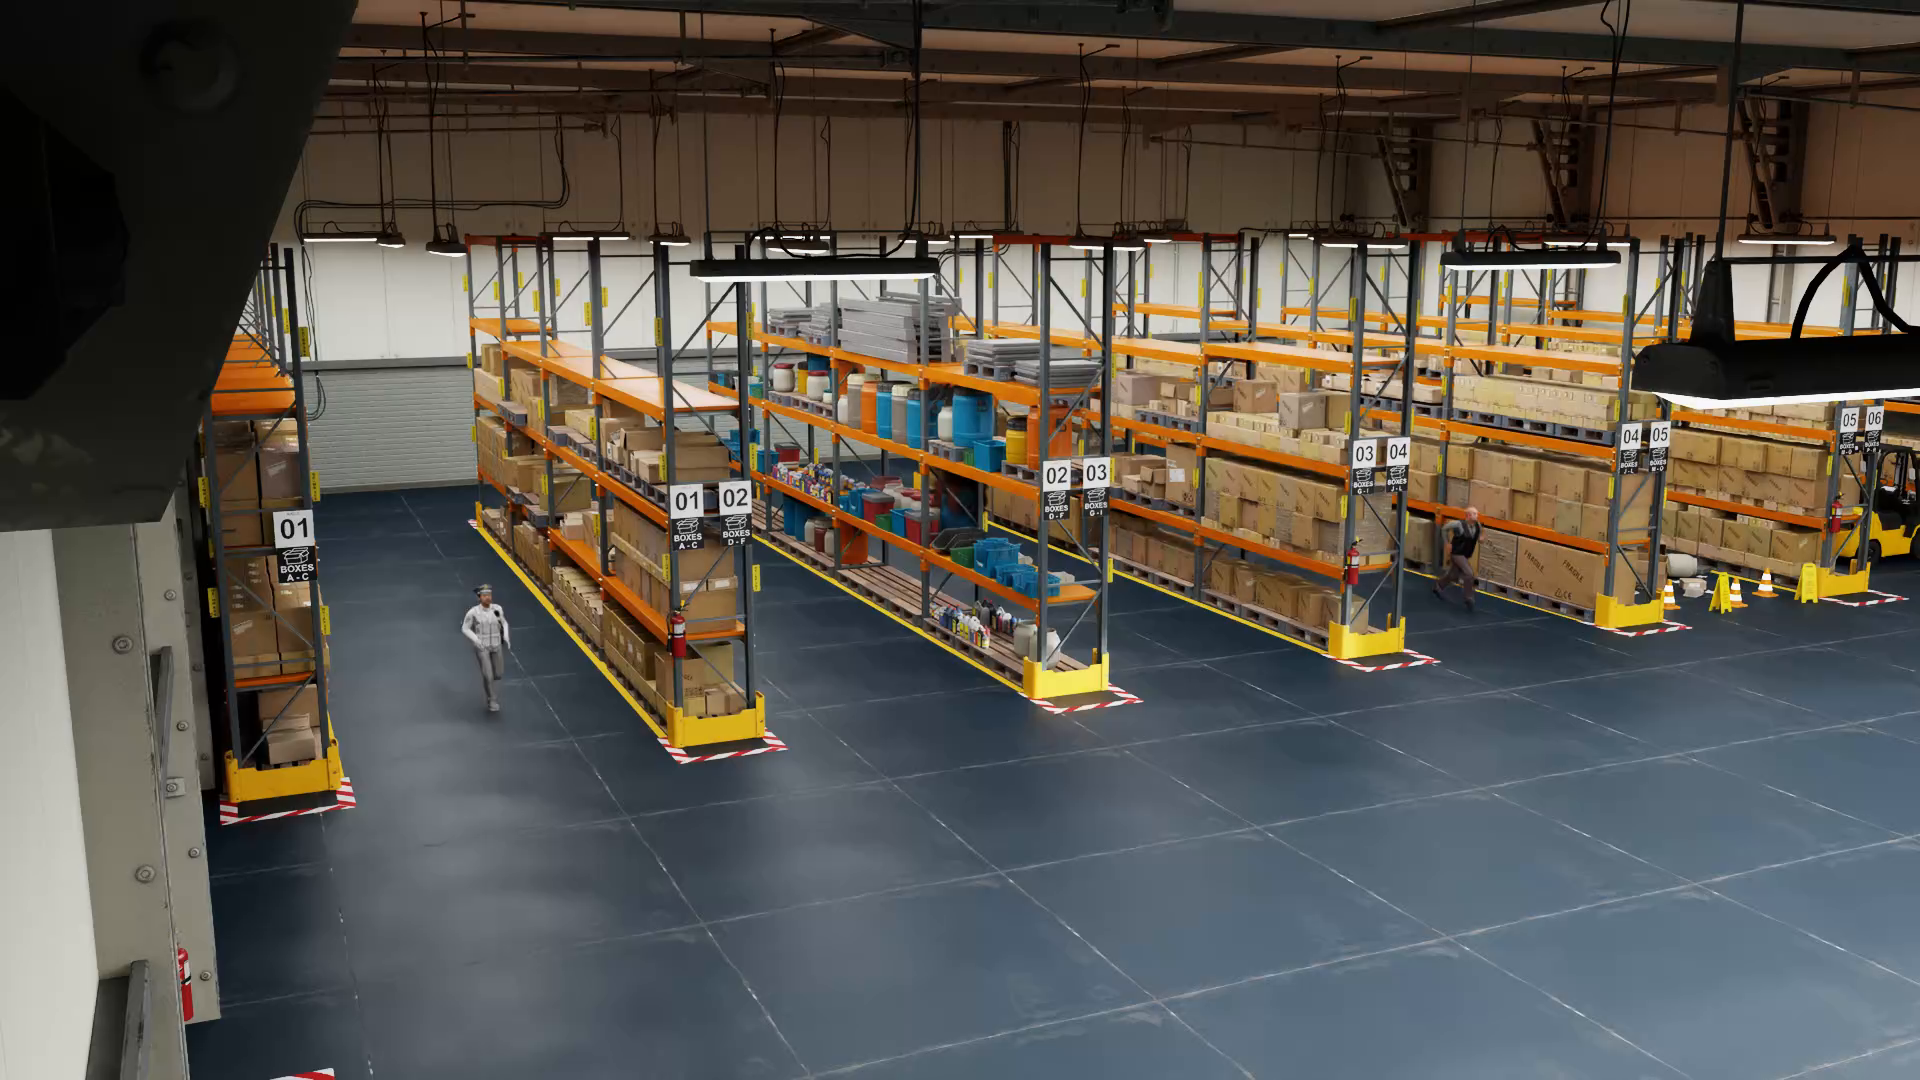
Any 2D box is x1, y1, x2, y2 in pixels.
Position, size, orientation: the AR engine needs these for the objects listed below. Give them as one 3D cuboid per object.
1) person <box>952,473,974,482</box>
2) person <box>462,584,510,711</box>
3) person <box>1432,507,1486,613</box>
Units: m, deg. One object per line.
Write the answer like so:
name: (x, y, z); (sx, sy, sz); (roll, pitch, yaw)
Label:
person: (0.056, -0.865, 33.416); (0.568, 1.611, 0.700); (-5, 12, -23)
person: (-6.186, 1.380, 21.746); (0.617, 1.657, 0.546); (-7, 13, -32)
person: (8.167, 0.282, 27.280); (0.654, 1.737, 0.957); (-8, 14, -37)
